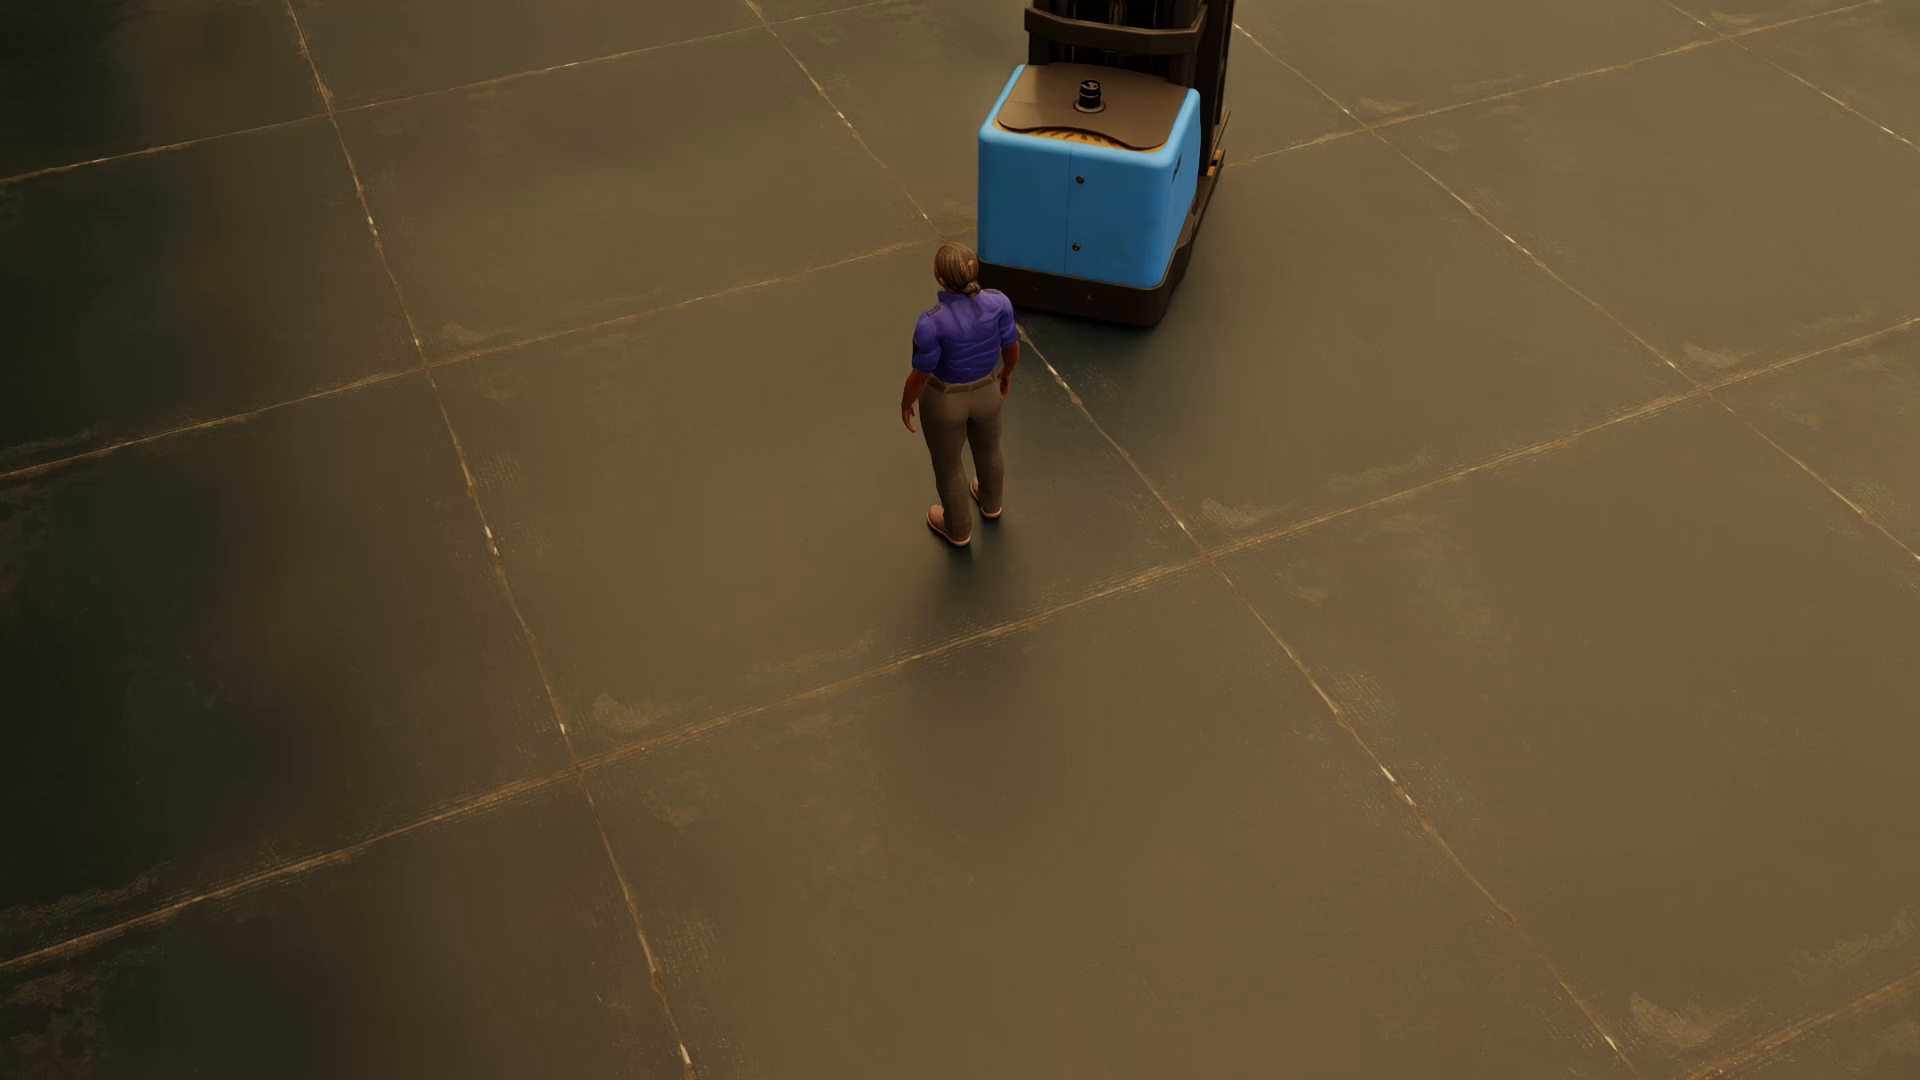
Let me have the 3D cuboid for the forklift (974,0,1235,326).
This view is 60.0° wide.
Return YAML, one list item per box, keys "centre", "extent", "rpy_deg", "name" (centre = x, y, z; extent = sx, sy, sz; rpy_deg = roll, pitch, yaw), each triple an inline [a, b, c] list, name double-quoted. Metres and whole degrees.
- centre: [0.994, -3.242, 9.154]
  extent: [1.130, 2.935, 3.031]
  rpy_deg: [12, 44, 12]
  name: "forklift"

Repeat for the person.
- centre: [-0.019, -0.670, 7.323]
  extent: [0.570, 1.654, 0.504]
  rpy_deg: [-18, 46, -18]
  name: "person"
